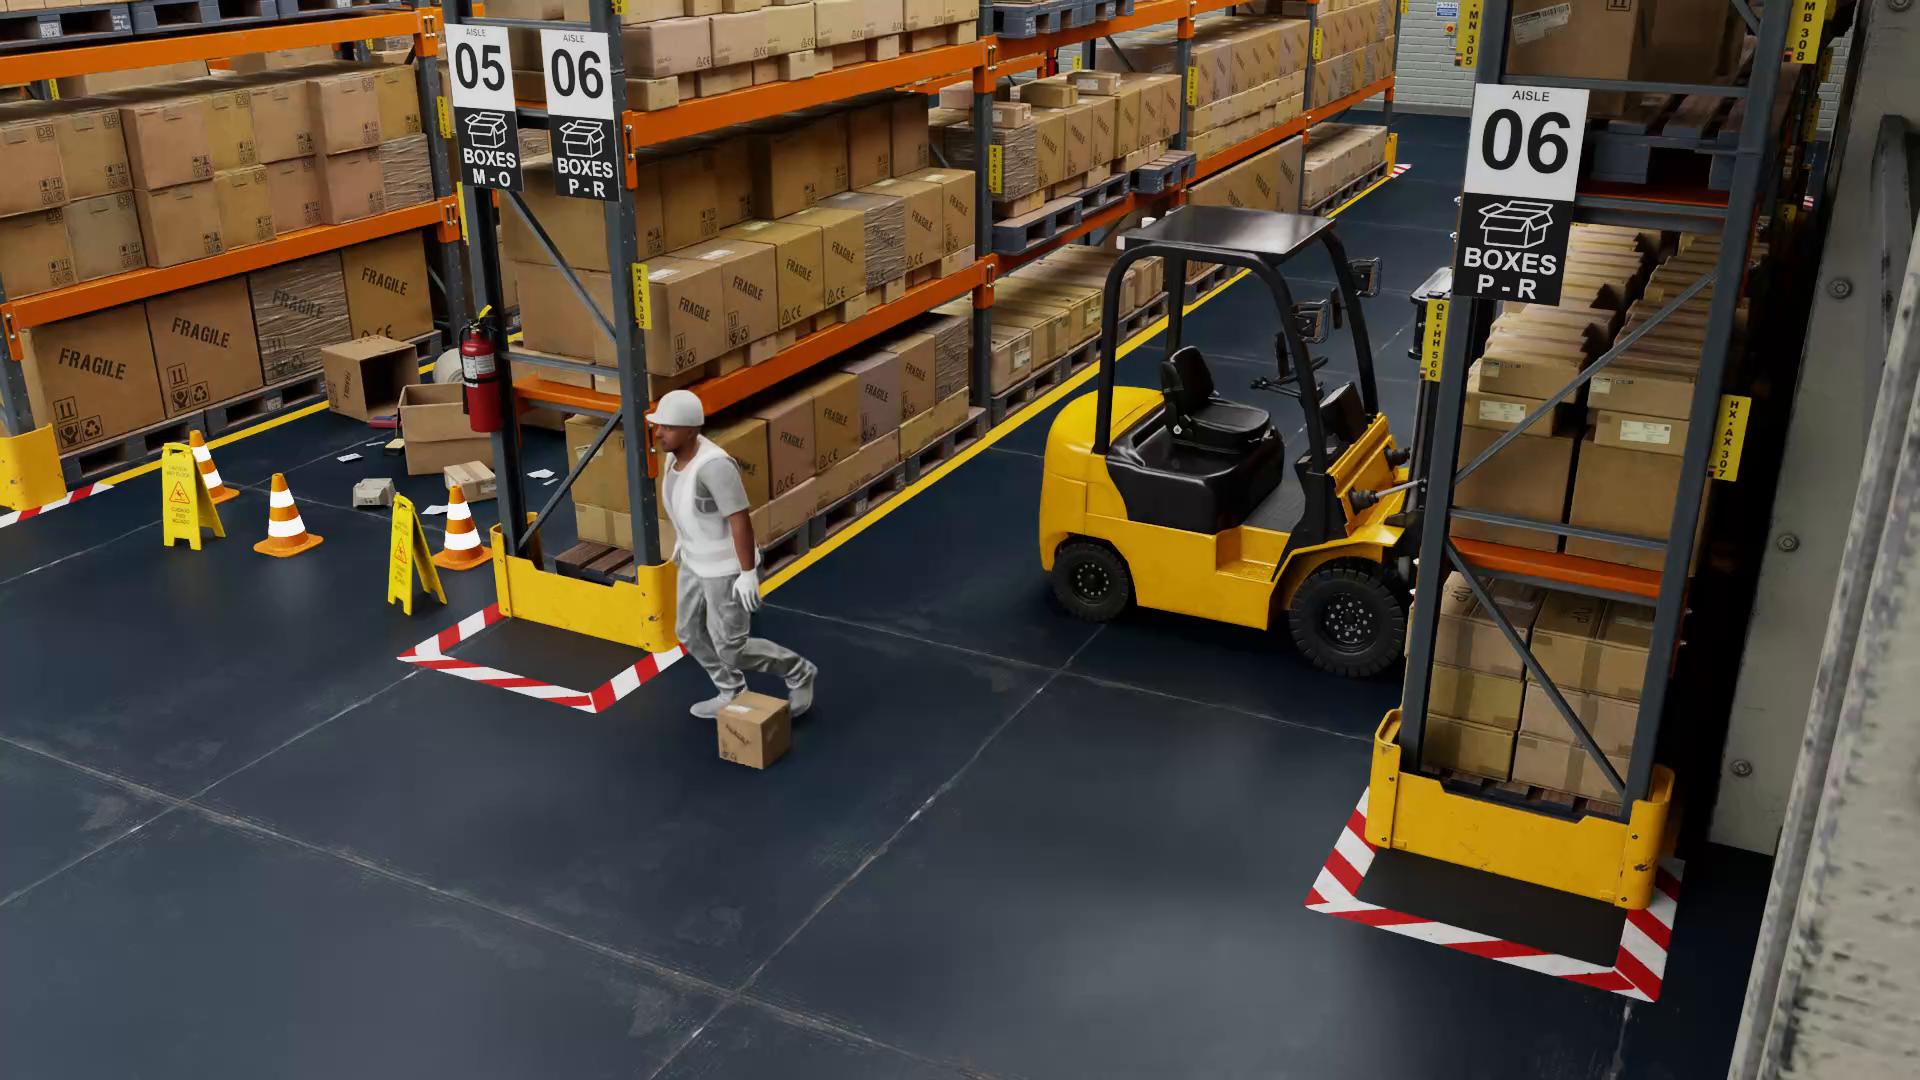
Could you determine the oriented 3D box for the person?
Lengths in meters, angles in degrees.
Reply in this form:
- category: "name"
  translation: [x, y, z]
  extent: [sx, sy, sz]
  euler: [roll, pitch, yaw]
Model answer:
- category: "person"
  translation: [-1.088, 0.079, 7.955]
  extent: [0.745, 1.718, 0.719]
  euler: [-14, 26, -30]
